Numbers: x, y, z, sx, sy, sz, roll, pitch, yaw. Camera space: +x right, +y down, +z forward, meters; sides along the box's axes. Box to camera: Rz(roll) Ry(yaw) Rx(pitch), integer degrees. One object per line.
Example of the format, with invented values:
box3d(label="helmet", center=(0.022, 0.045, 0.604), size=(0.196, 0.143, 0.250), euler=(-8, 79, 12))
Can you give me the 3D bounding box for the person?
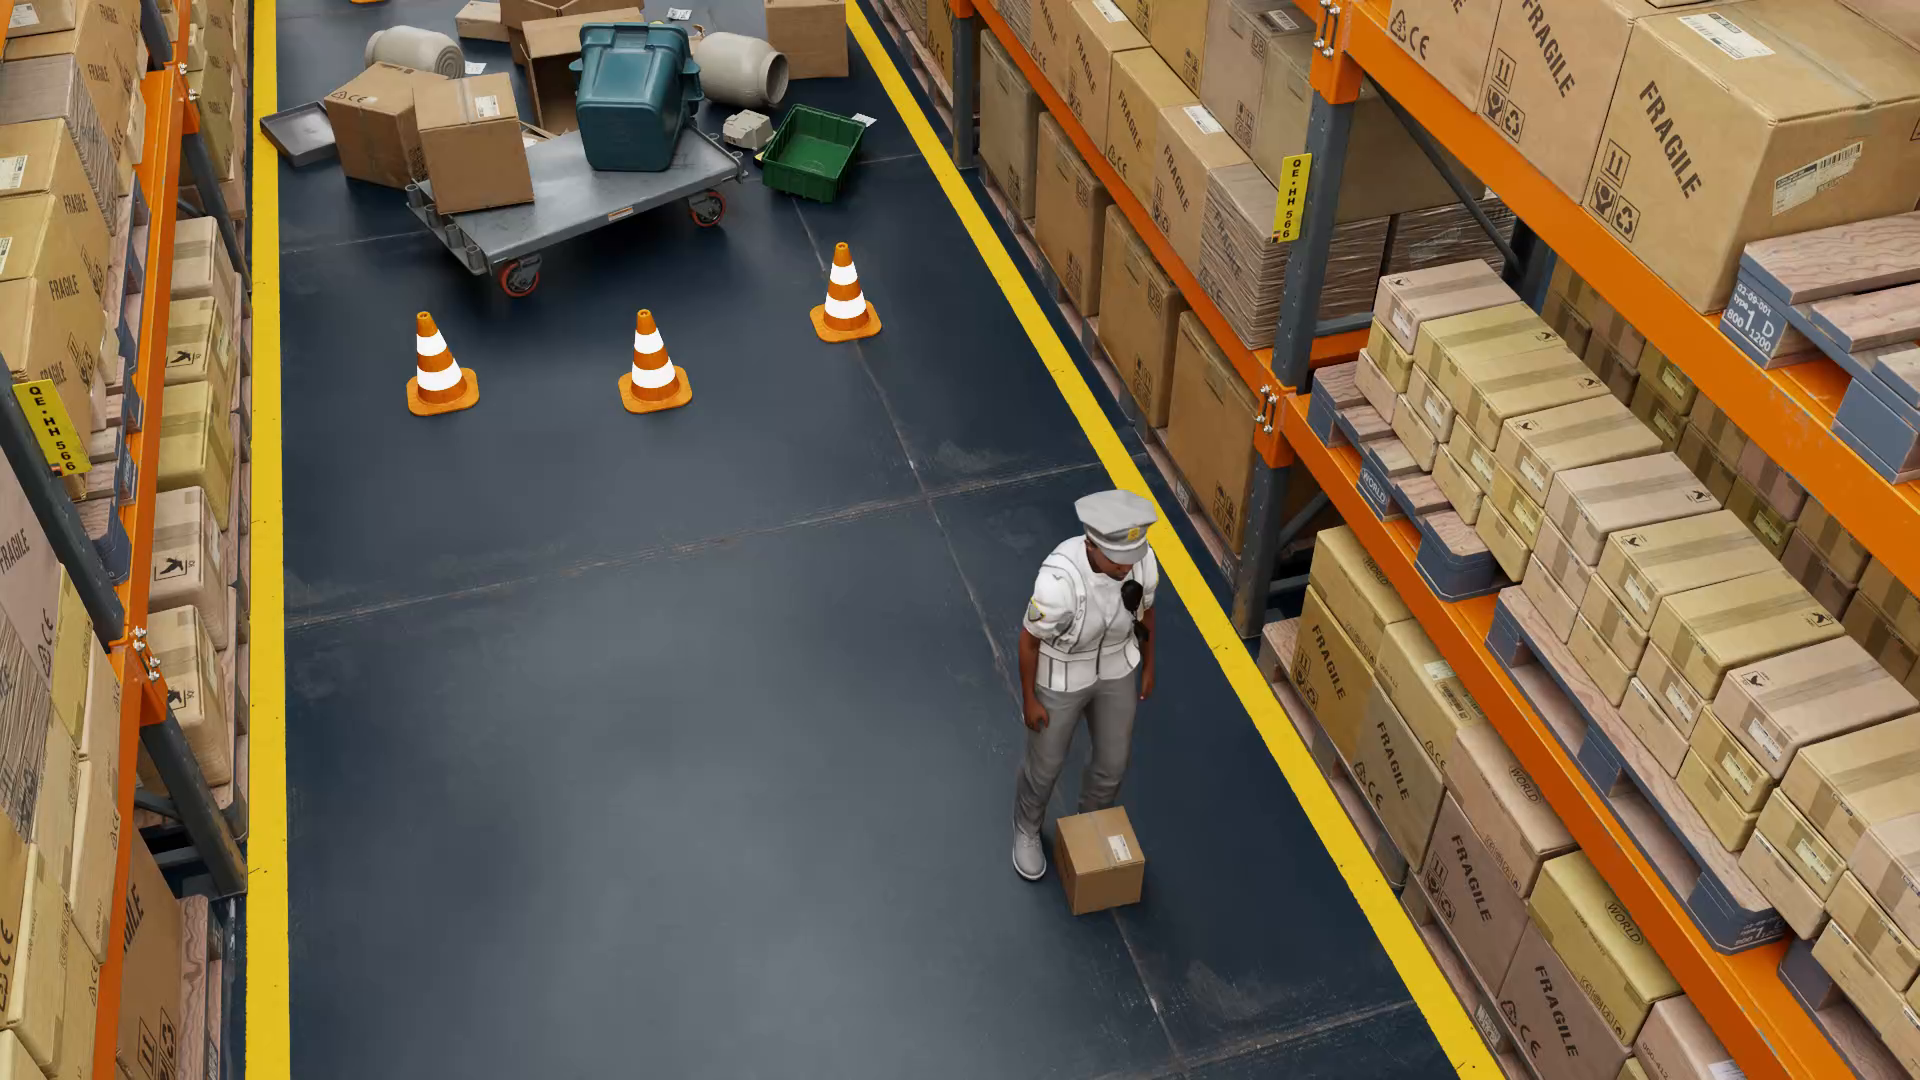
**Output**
box3d(label="person", center=(0.425, 0.484, 5.630), size=(0.532, 1.663, 0.422), euler=(-14, 44, -15))
